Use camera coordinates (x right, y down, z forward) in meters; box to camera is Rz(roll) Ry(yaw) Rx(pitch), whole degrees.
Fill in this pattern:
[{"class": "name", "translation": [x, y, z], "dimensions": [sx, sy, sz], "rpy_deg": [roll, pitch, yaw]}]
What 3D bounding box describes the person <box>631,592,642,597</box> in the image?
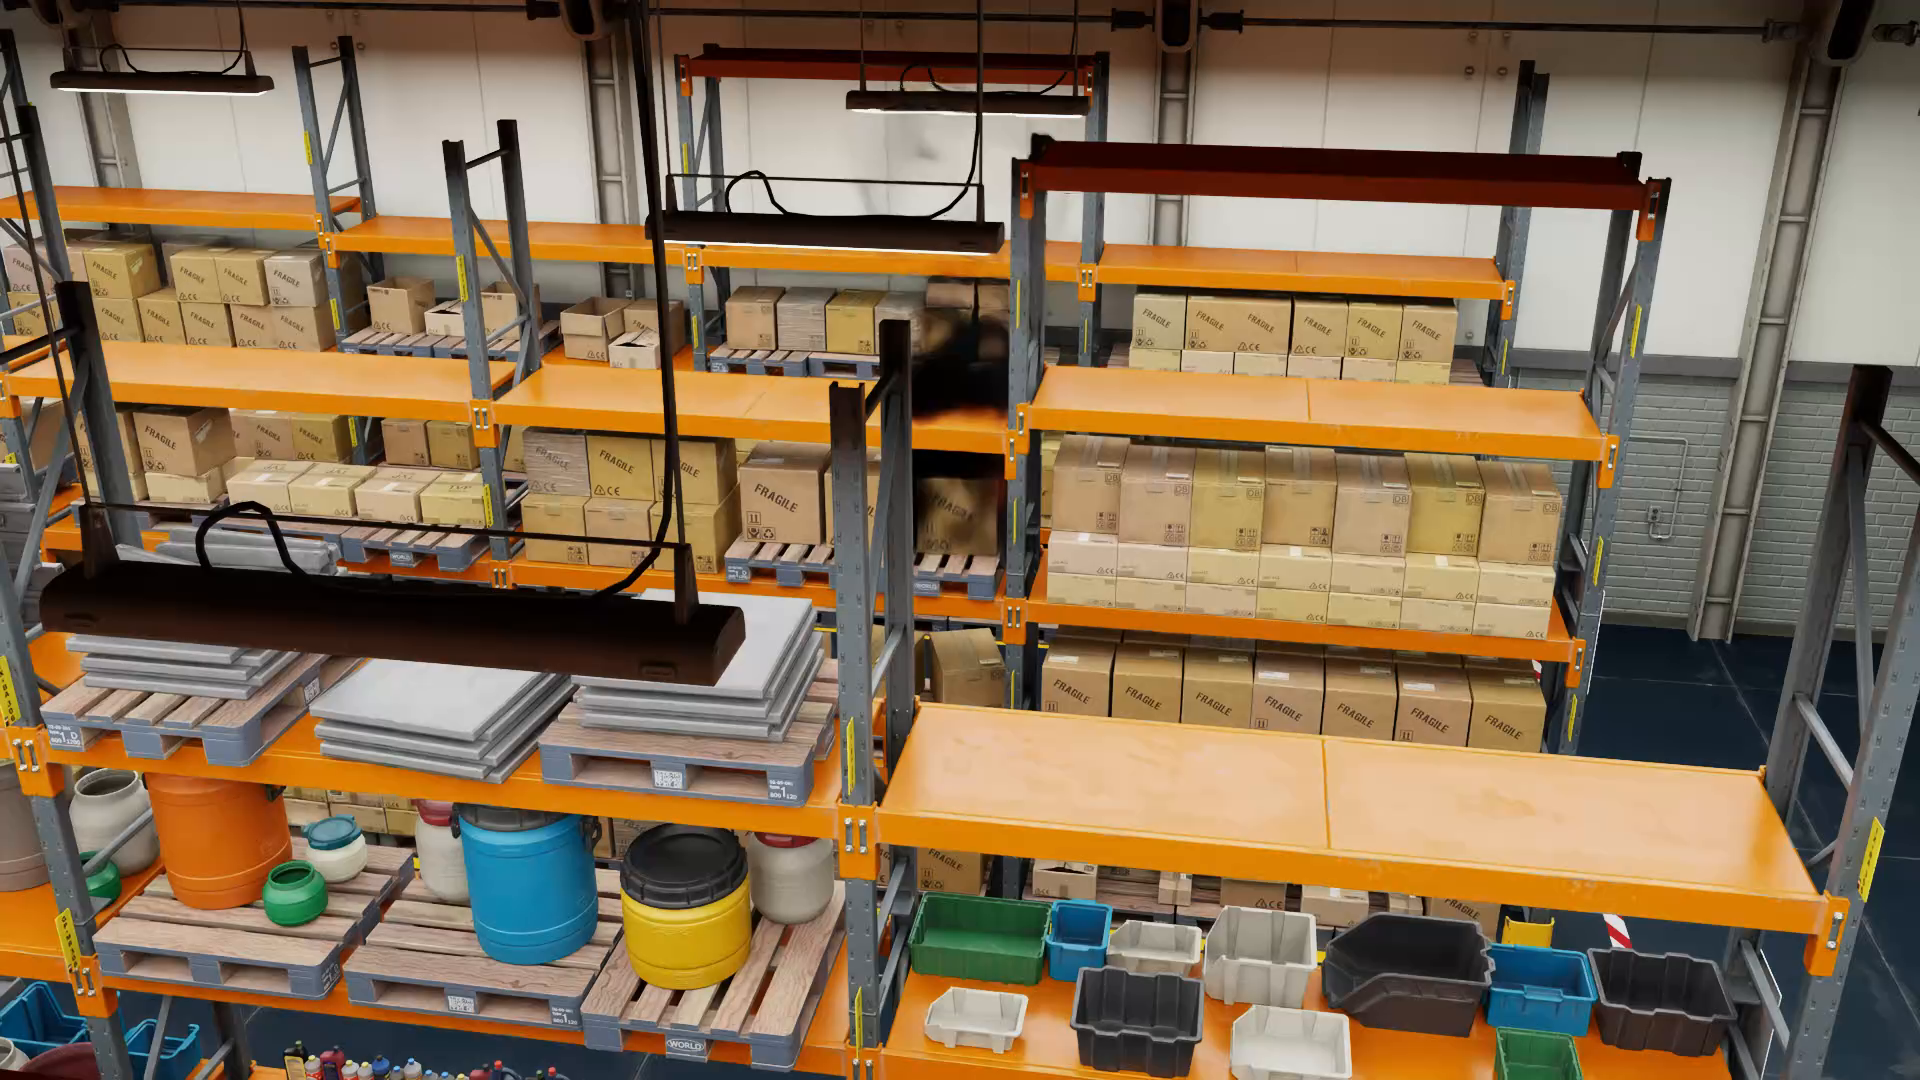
[{"class": "person", "translation": [-2.839, 0.963, 15.886], "dimensions": [0.974, 1.762, 0.695], "rpy_deg": [3, 23, 8]}]
